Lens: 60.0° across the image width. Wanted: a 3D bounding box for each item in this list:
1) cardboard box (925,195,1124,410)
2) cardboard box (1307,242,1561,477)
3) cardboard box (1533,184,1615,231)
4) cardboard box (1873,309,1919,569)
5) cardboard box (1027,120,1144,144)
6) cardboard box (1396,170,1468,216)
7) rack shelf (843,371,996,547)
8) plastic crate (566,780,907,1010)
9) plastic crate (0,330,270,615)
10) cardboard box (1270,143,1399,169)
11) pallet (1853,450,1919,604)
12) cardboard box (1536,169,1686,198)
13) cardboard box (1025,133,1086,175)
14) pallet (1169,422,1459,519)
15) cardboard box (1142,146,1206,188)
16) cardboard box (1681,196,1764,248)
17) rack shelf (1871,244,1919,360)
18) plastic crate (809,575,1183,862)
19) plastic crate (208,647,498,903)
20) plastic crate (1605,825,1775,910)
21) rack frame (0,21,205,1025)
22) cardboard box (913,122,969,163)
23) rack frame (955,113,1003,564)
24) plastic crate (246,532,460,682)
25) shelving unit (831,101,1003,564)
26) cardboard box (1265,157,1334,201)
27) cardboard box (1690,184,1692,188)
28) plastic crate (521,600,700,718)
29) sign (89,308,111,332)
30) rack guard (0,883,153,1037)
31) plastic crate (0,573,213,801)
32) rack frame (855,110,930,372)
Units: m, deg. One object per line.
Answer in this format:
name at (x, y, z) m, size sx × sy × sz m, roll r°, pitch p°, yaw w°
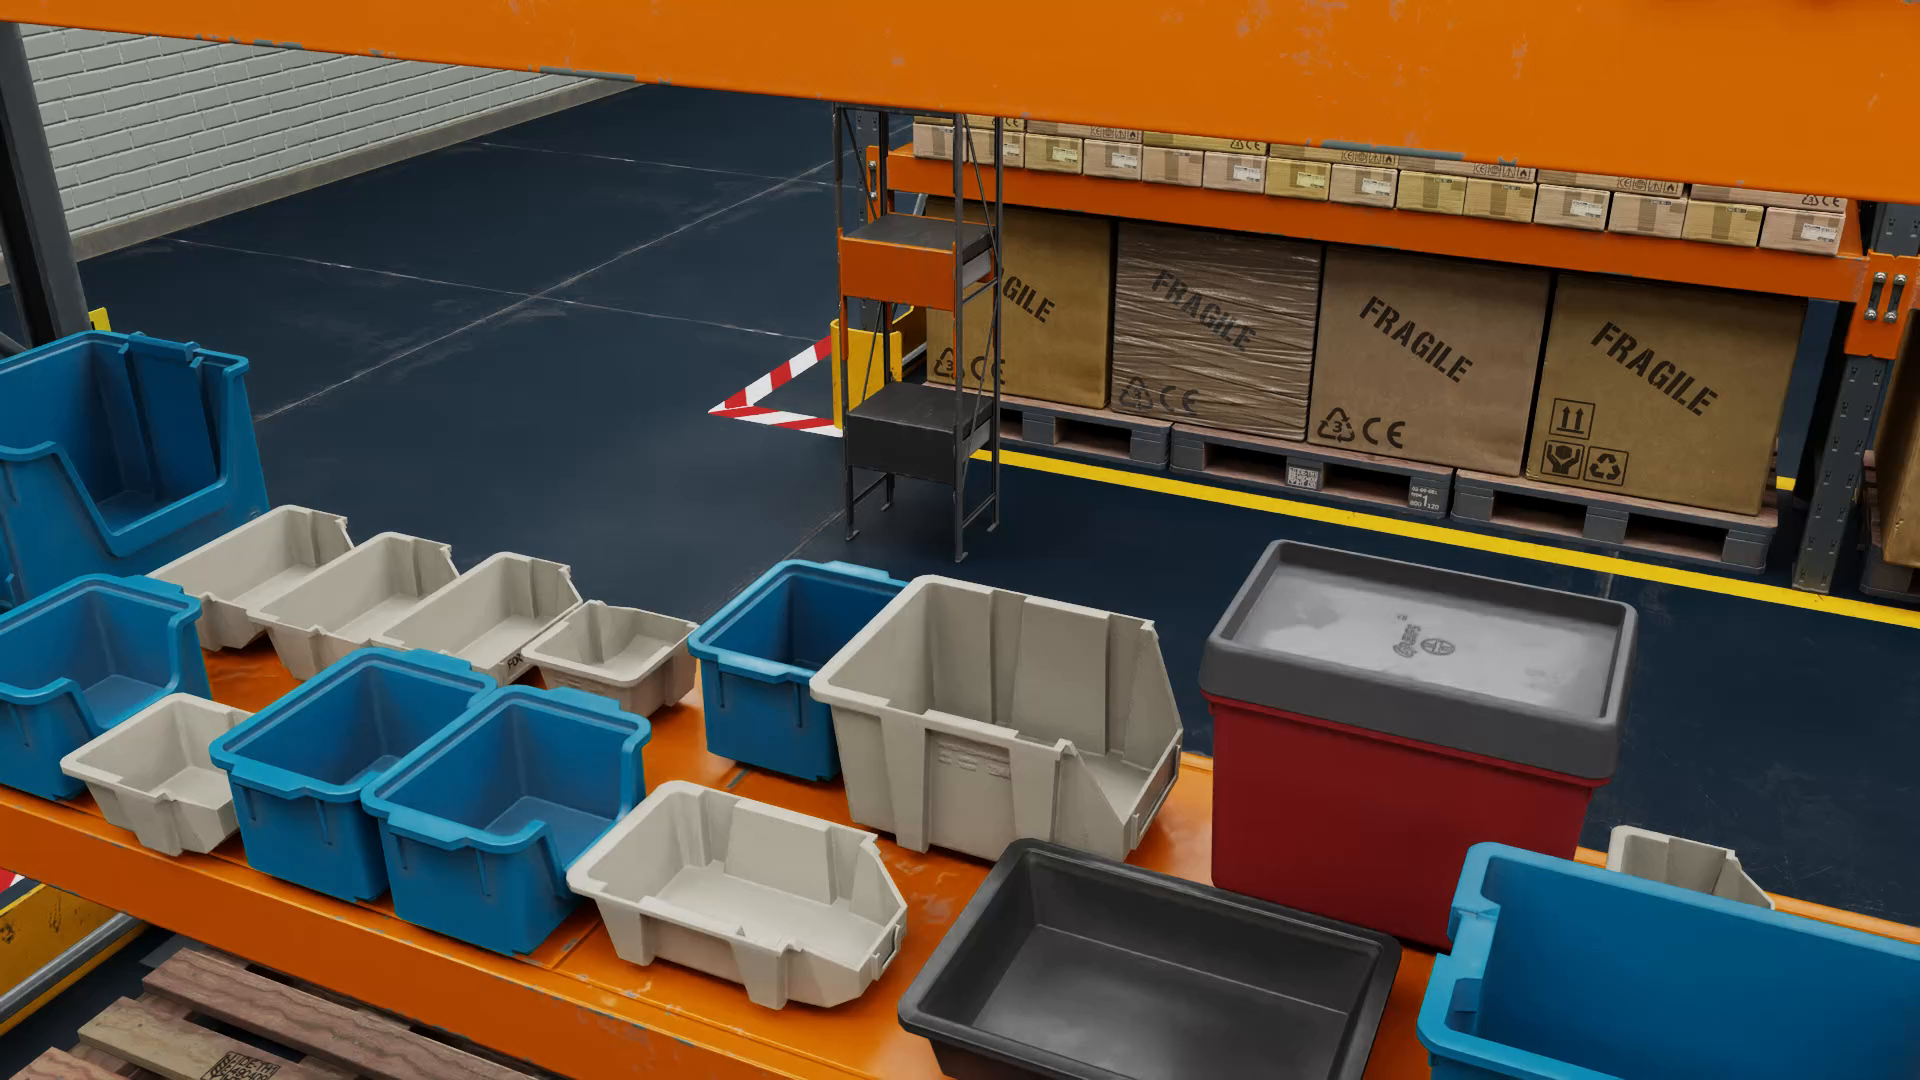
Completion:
cardboard box at (0.420, -1.226, 7.774) m, size 0.875 × 0.875 × 0.875 m, roll 11°, pitch 28°, yaw 22°
cardboard box at (2.058, -0.897, 7.106) m, size 0.875 × 0.875 × 0.875 m, roll 11°, pitch 28°, yaw 22°
cardboard box at (2.330, -1.297, 6.272) m, size 0.250 × 0.149 × 0.380 m, roll 12°, pitch 29°, yaw 23°
cardboard box at (4.036, -0.471, 6.240) m, size 0.875 × 0.875 × 1.225 m, roll 11°, pitch 28°, yaw 22°
cardboard box at (0.605, -1.853, 6.951) m, size 0.500 × 0.250 × 0.500 m, roll 11°, pitch 28°, yaw 21°
cardboard box at (1.862, -1.390, 6.463) m, size 0.250 × 0.149 × 0.380 m, roll 11°, pitch 28°, yaw 21°
rack shelf at (-0.151, -0.332, 6.663) m, size 0.480 × 0.518 × 0.431 m, roll 11°, pitch 28°, yaw 22°
plastic crate at (-0.315, 0.541, 2.486) m, size 0.466 × 0.136 × 0.293 m, roll 11°, pitch 28°, yaw 22°
plastic crate at (-1.864, -0.141, 3.532) m, size 0.499 × 0.435 × 0.616 m, roll 11°, pitch 28°, yaw 22°
cardboard box at (1.538, -1.667, 6.572) m, size 0.500 × 0.250 × 0.500 m, roll 11°, pitch 28°, yaw 21°
pallet at (4.179, 0.017, 6.476) m, size 1.213 × 0.211 × 1.003 m, roll 11°, pitch 28°, yaw 22°
cardboard box at (2.463, -1.479, 6.192) m, size 0.500 × 0.250 × 0.500 m, roll 12°, pitch 29°, yaw 23°
cardboard box at (0.458, -1.672, 7.035) m, size 0.250 × 0.149 × 0.380 m, roll 11°, pitch 28°, yaw 21°
pallet at (1.671, -0.486, 7.499) m, size 1.213 × 0.211 × 1.003 m, roll 11°, pitch 28°, yaw 22°
cardboard box at (0.927, -1.578, 6.844) m, size 0.250 × 0.149 × 0.380 m, roll 11°, pitch 28°, yaw 21°
cardboard box at (2.797, -1.203, 6.081) m, size 0.250 × 0.149 × 0.380 m, roll 12°, pitch 29°, yaw 23°
rack shelf at (5.266, -0.656, 5.501) m, size 4.000 × 0.370 × 1.077 m, roll 11°, pitch 28°, yaw 22°
plastic crate at (0.081, 0.320, 2.770) m, size 0.530 × 0.282 × 0.437 m, roll 11°, pitch 28°, yaw 22°
plastic crate at (-0.959, 0.382, 2.699) m, size 0.300 × 0.233 × 0.416 m, roll 11°, pitch 28°, yaw 22°
plastic crate at (1.030, 0.596, 2.374) m, size 0.243 × 0.136 × 0.396 m, roll 11°, pitch 28°, yaw 22°
rack frame at (-2.246, -0.084, 3.525) m, size 0.127 × 3.000 × 1.000 m, roll 11°, pitch 28°, yaw 22°
cardboard box at (-0.009, -1.765, 7.224) m, size 0.250 × 0.149 × 0.380 m, roll 12°, pitch 29°, yaw 22°
rack frame at (0.071, -0.928, 6.257) m, size 0.015 × 2.100 × 0.400 m, roll 11°, pitch 28°, yaw 22°
plastic crate at (-1.171, 0.142, 3.296) m, size 0.243 × 0.136 × 0.396 m, roll 11°, pitch 28°, yaw 22°
shelving unit at (-0.151, -0.972, 6.348) m, size 0.503 × 2.100 × 0.431 m, roll 11°, pitch 28°, yaw 22°
cardboard box at (1.391, -1.485, 6.654) m, size 0.250 × 0.149 × 0.380 m, roll 11°, pitch 28°, yaw 21°
cardboard box at (2.834, -1.515, 6.716) m, size 0.250 × 0.149 × 0.380 m, roll 12°, pitch 29°, yaw 23°
plastic crate at (-0.630, 0.230, 3.117) m, size 0.250 × 0.136 × 0.298 m, roll 11°, pitch 28°, yaw 22°
sign at (-2.033, -0.382, 3.944) m, size 0.005 × 0.325 × 0.100 m, roll 11°, pitch 28°, yaw 22°
rack guard at (-2.274, 1.038, 4.075) m, size 0.348 × 0.500 × 1.175 m, roll 11°, pitch 28°, yaw 22°
plastic crate at (-1.559, 0.262, 2.944) m, size 0.300 × 0.233 × 0.416 m, roll 11°, pitch 28°, yaw 22°
rack frame at (-0.196, -2.076, 7.570) m, size 0.127 × 3.000 × 1.000 m, roll 11°, pitch 28°, yaw 22°
